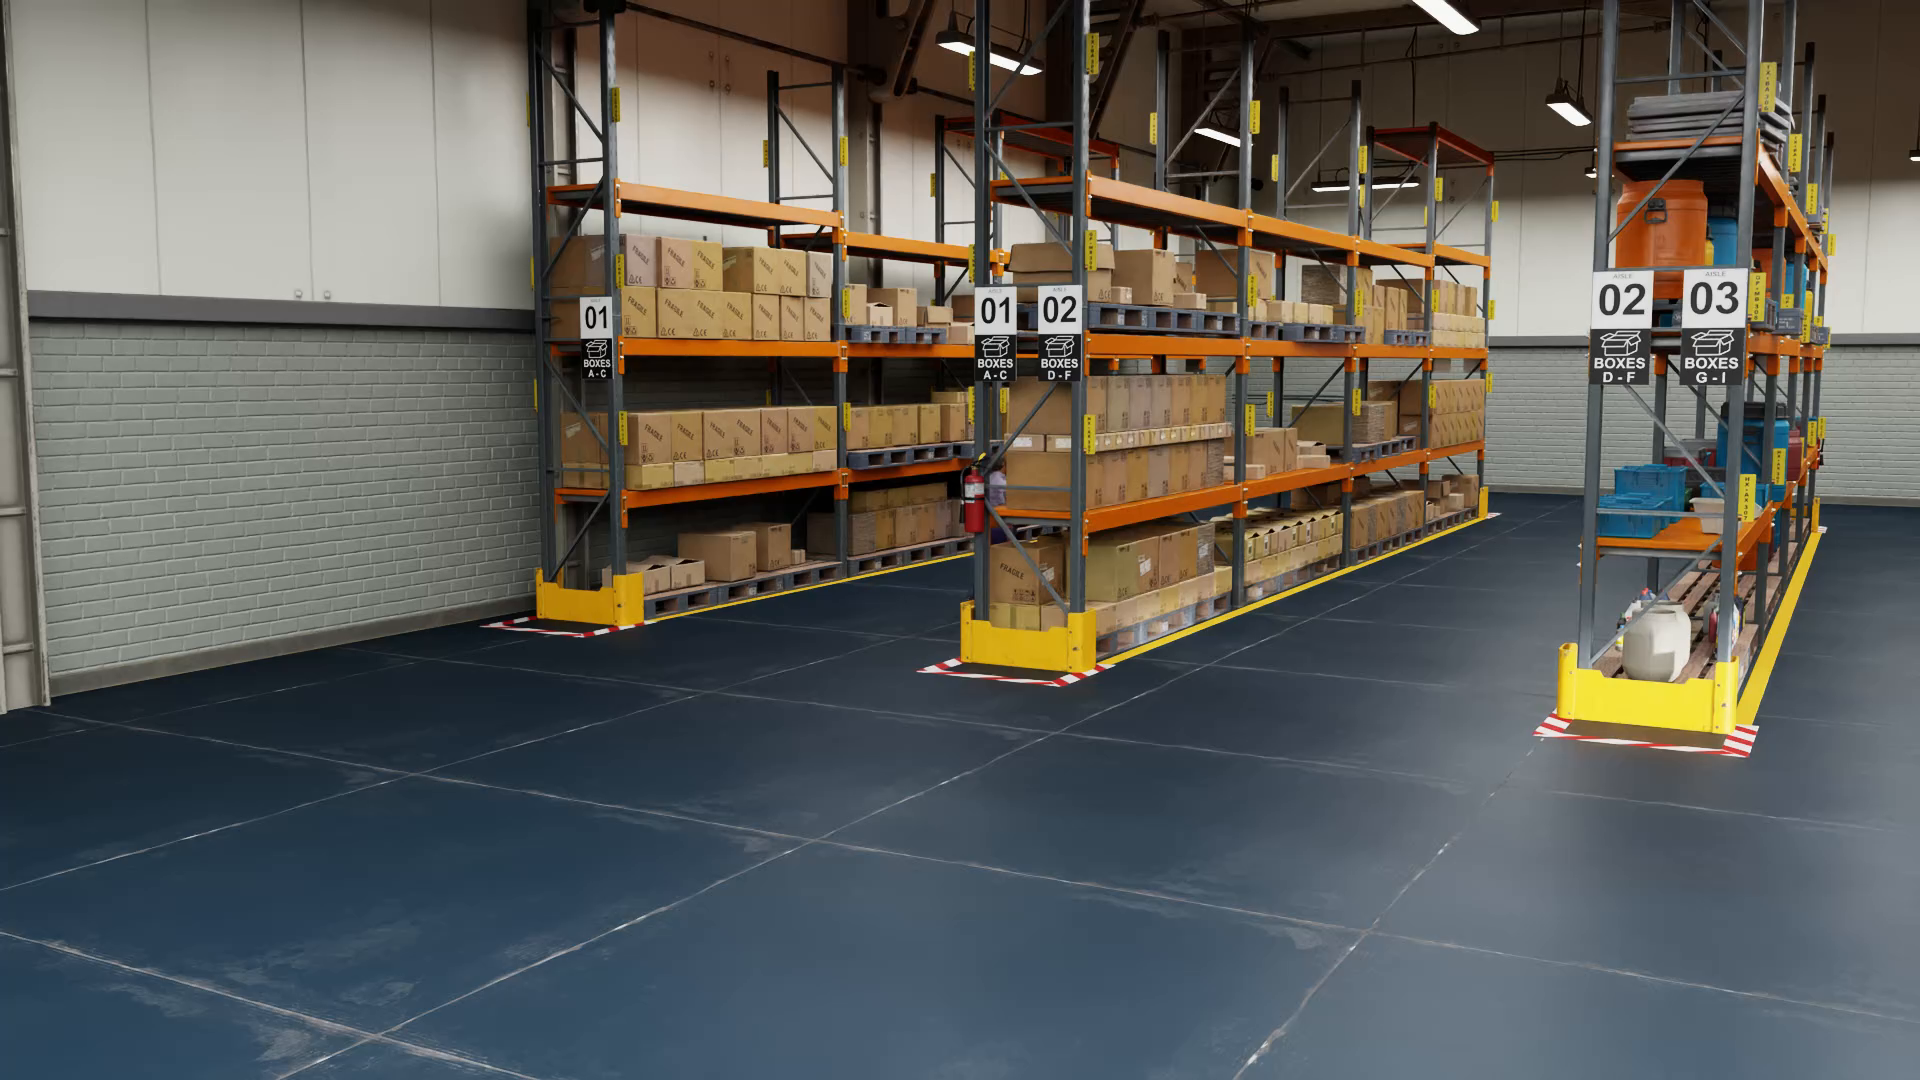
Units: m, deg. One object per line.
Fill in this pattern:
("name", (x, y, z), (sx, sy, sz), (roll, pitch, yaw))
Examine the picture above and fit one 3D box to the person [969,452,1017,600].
("person", (0.417, -0.080, 17.152), (0.515, 1.627, 0.481), (-3, 7, -27))
